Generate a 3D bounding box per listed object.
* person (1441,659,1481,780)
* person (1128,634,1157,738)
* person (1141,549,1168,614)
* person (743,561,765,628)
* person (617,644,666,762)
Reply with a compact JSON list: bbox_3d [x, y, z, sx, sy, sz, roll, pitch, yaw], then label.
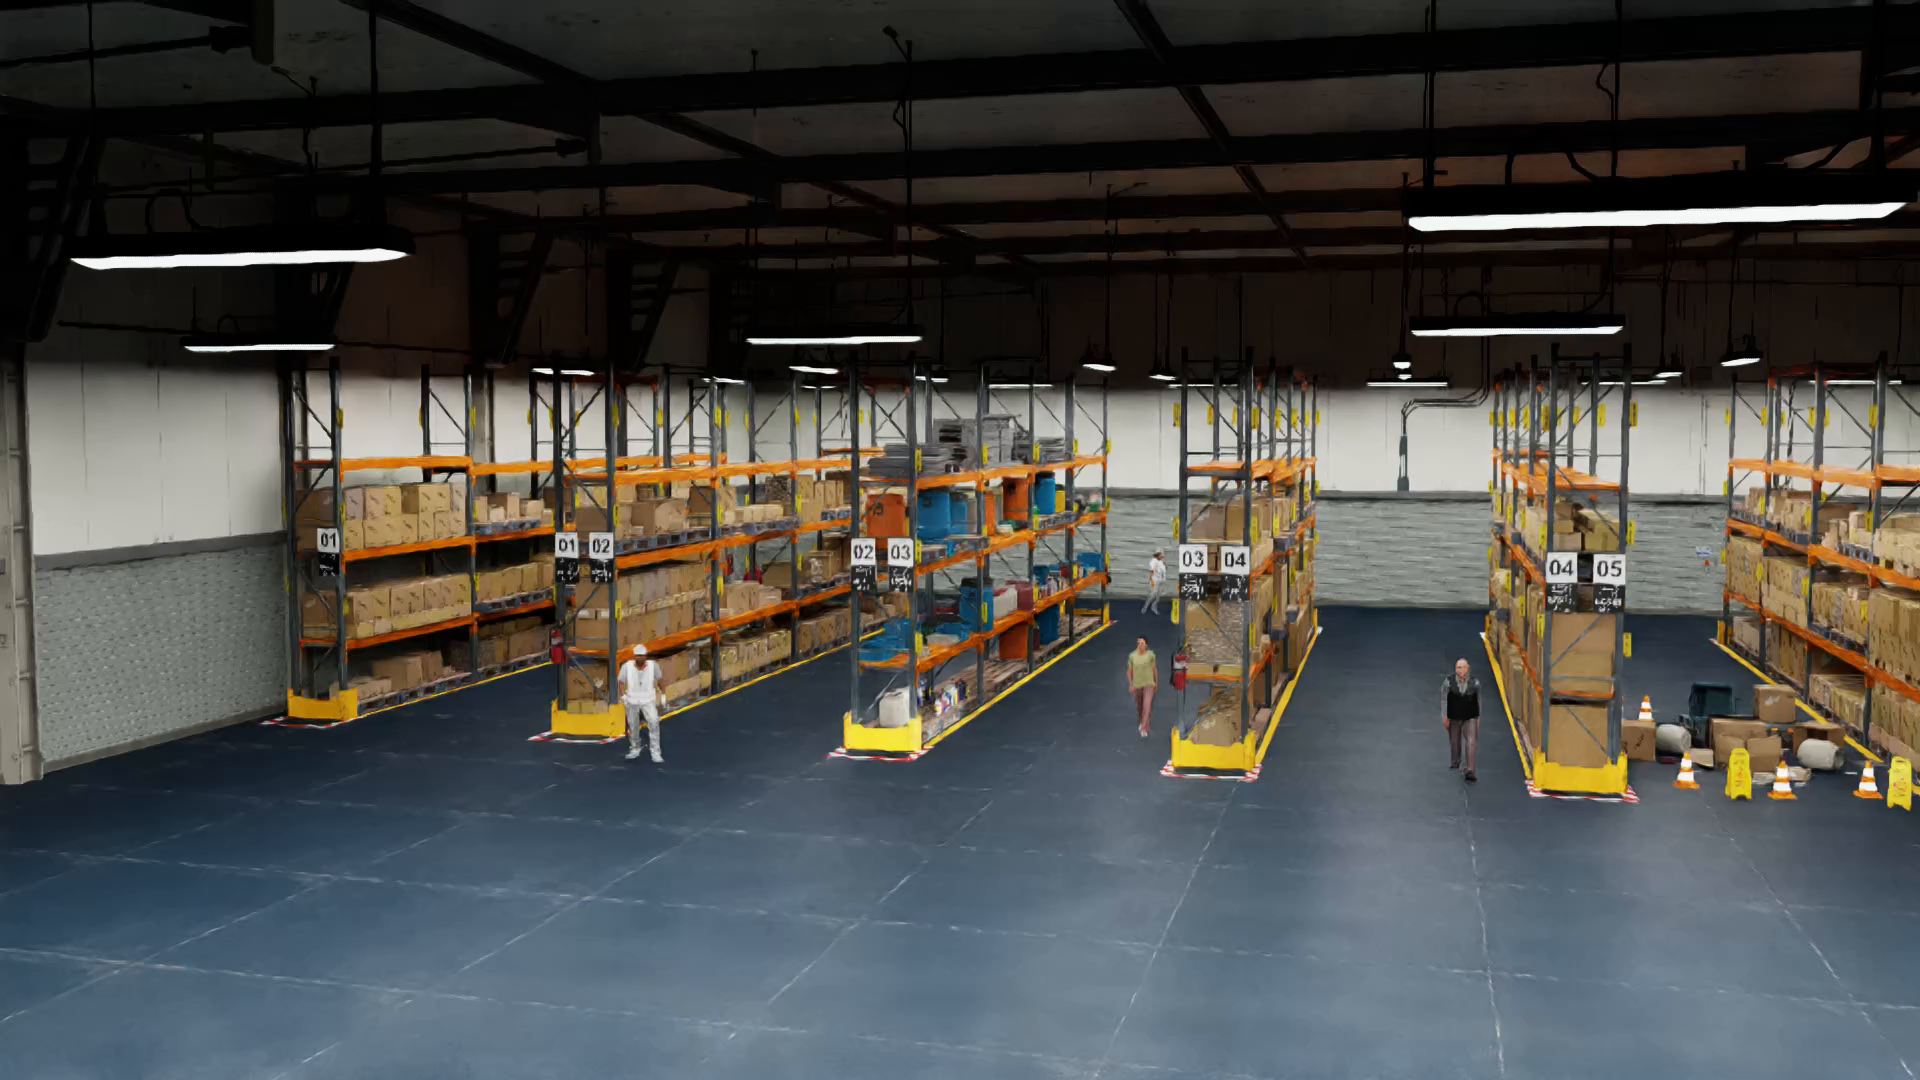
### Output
[{"bbox_3d":[6.973,2.465,23.161,0.544,1.644,1.102,1,4,17],"label":"person"},{"bbox_3d":[2.857,2.268,26.209,0.448,1.590,1.109,1,4,18],"label":"person"},{"bbox_3d":[4.948,1.058,42.366,0.655,1.656,0.480,-4,6,-41],"label":"person"},{"bbox_3d":[-4.796,1.302,39.095,0.682,1.675,0.535,1,4,13],"label":"person"},{"bbox_3d":[-4.637,2.357,24.221,0.691,1.728,0.751,0,4,-6],"label":"person"}]
